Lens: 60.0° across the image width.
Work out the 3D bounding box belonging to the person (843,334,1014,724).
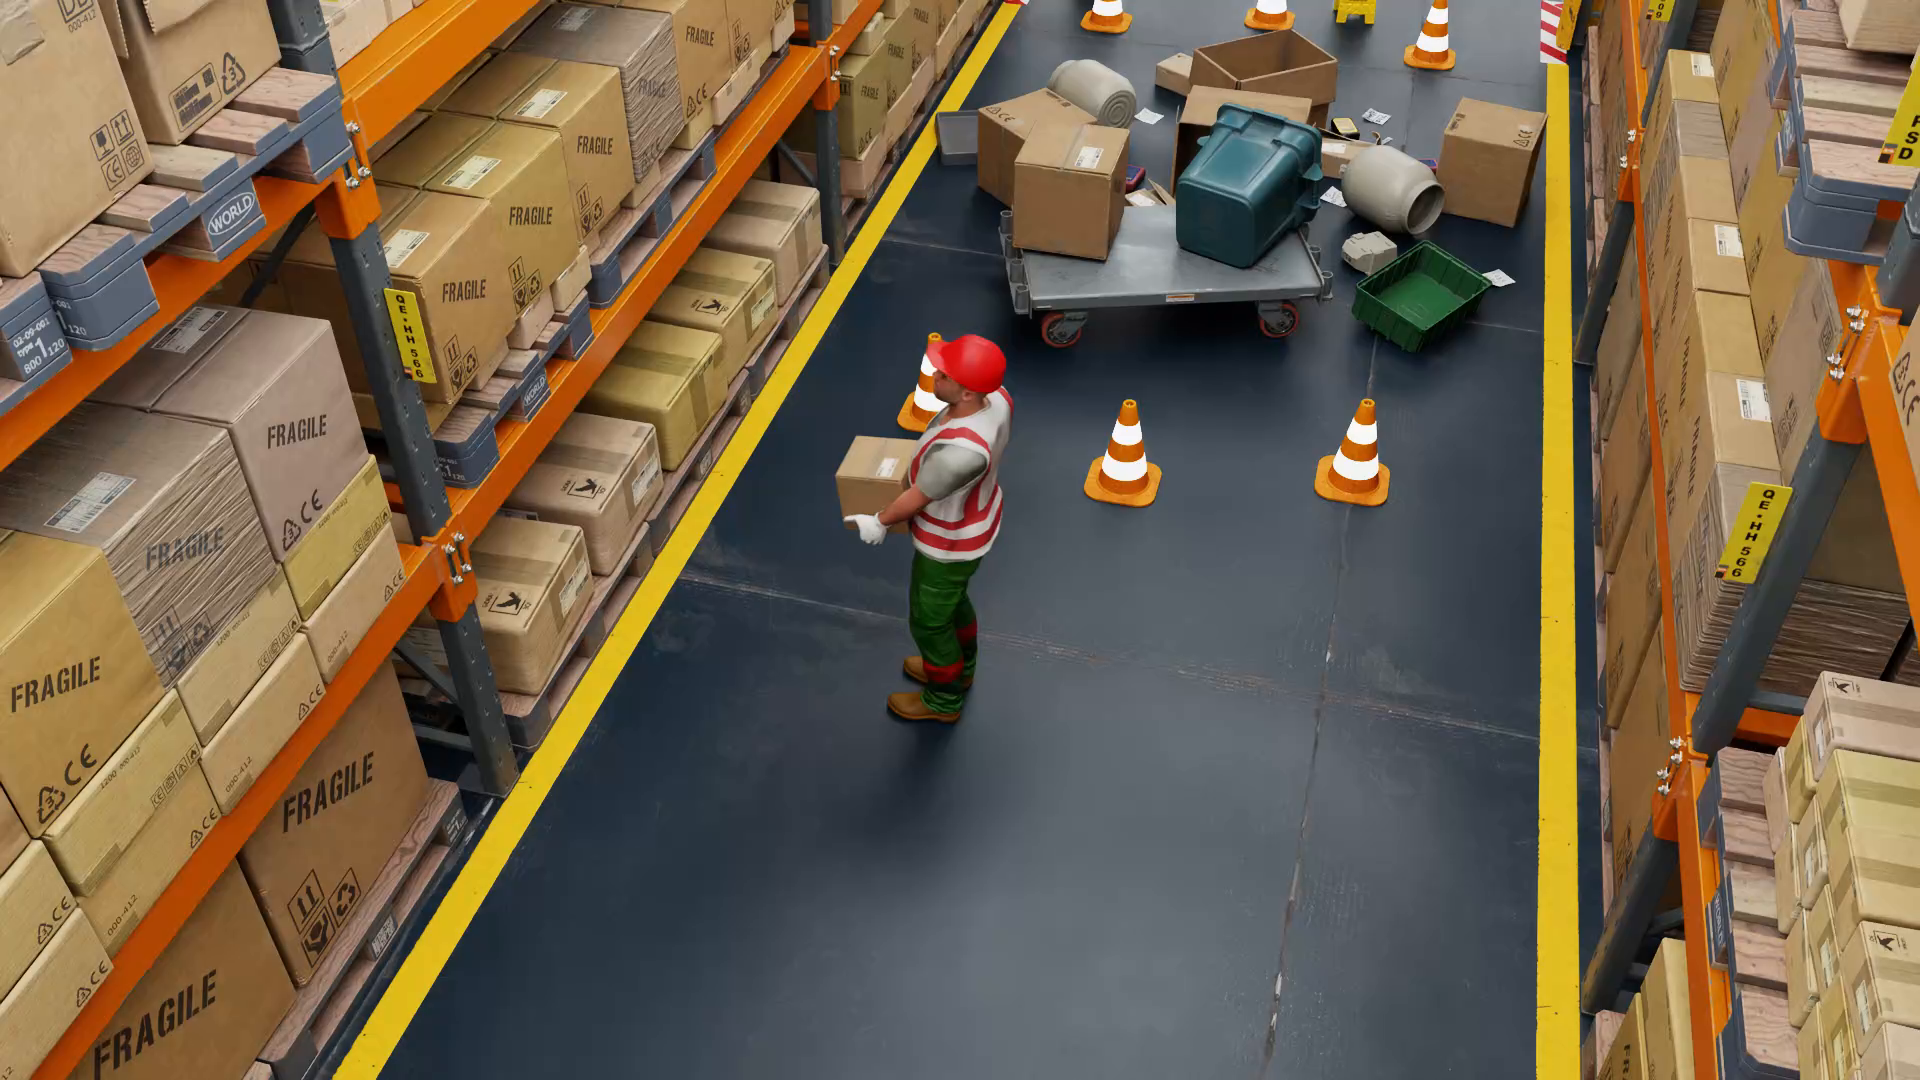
[{"bbox_3d":[-0.120,-0.035,6.185,0.573,1.782,0.494,10,42,12],"label":"person"}]
